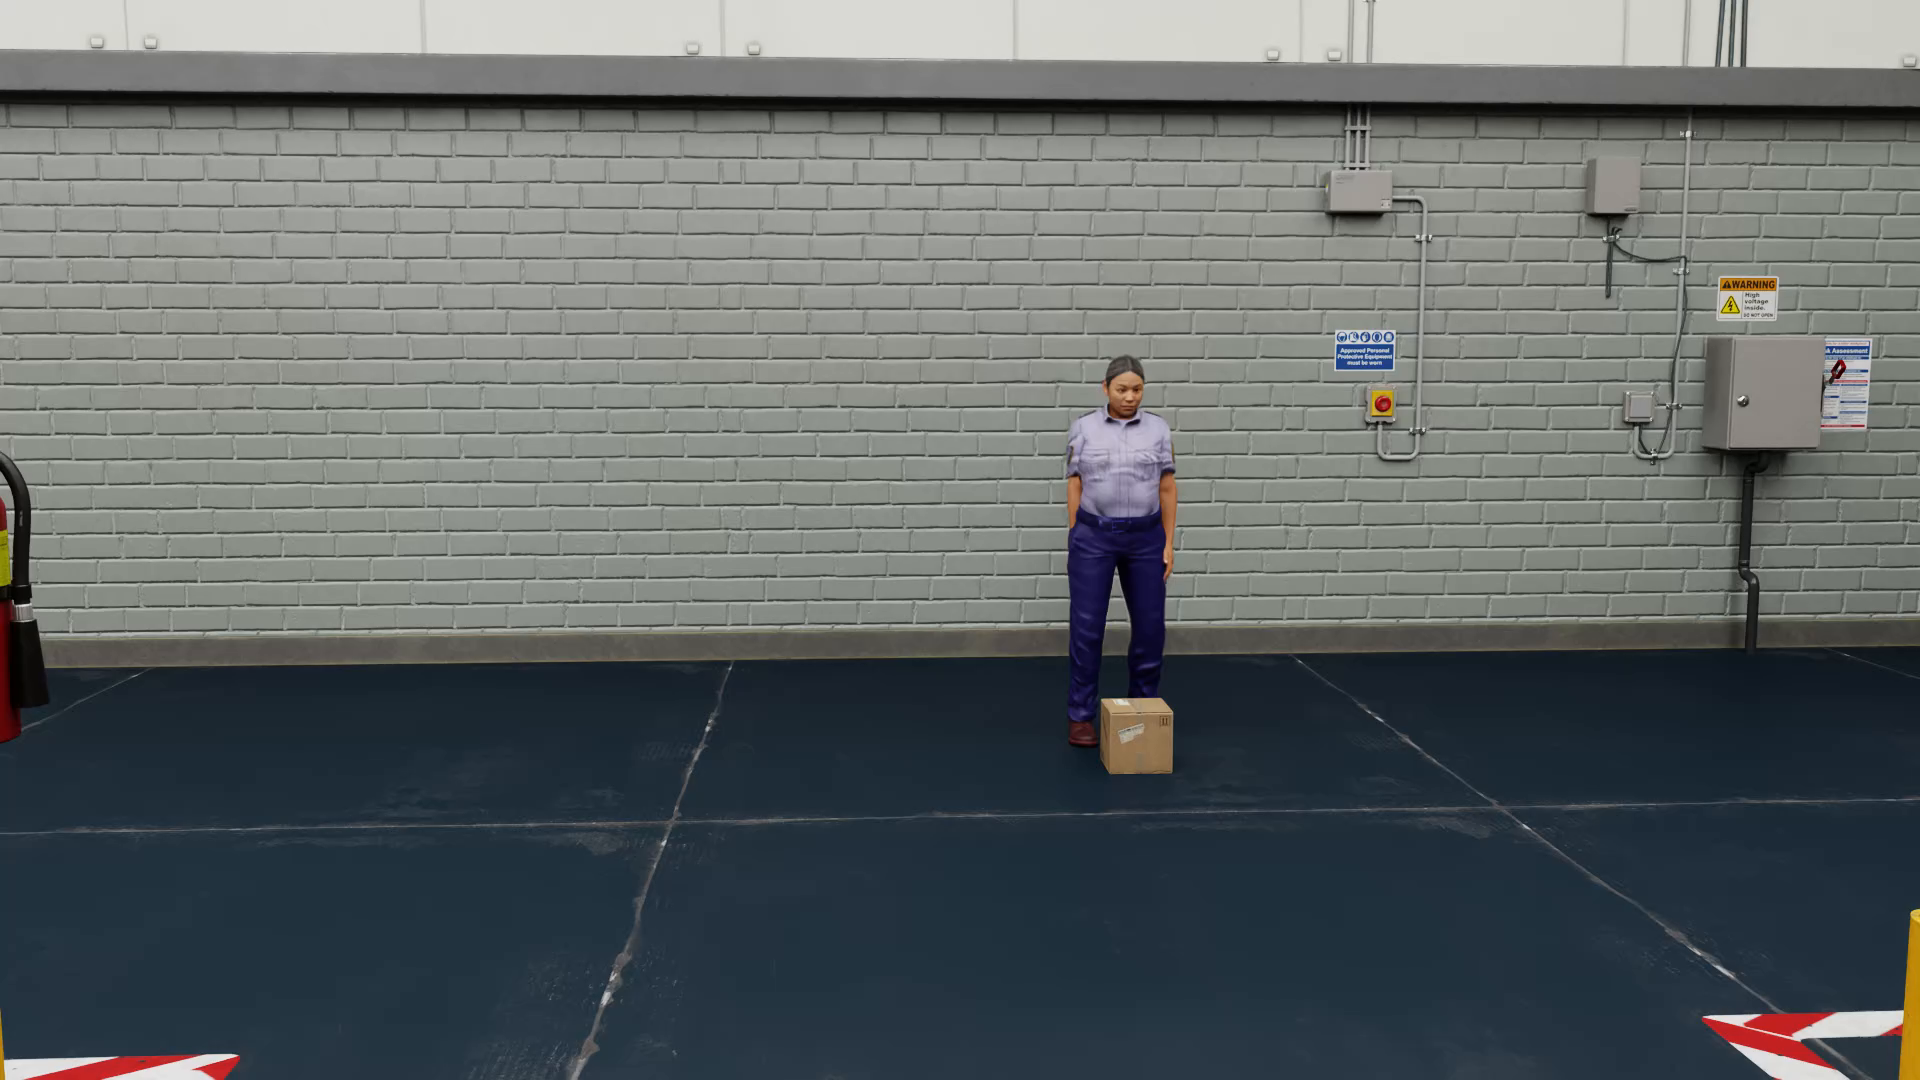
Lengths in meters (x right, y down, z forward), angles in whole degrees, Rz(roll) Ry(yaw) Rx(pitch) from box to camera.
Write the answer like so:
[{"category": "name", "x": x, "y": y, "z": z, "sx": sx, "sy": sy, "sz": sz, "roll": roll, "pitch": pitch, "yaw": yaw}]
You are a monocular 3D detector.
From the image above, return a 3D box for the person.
[{"category": "person", "x": 0.685, "y": 0.045, "z": 7.031, "sx": 0.473, "sy": 1.647, "sz": 0.340, "roll": 0, "pitch": 7, "yaw": -3}]
